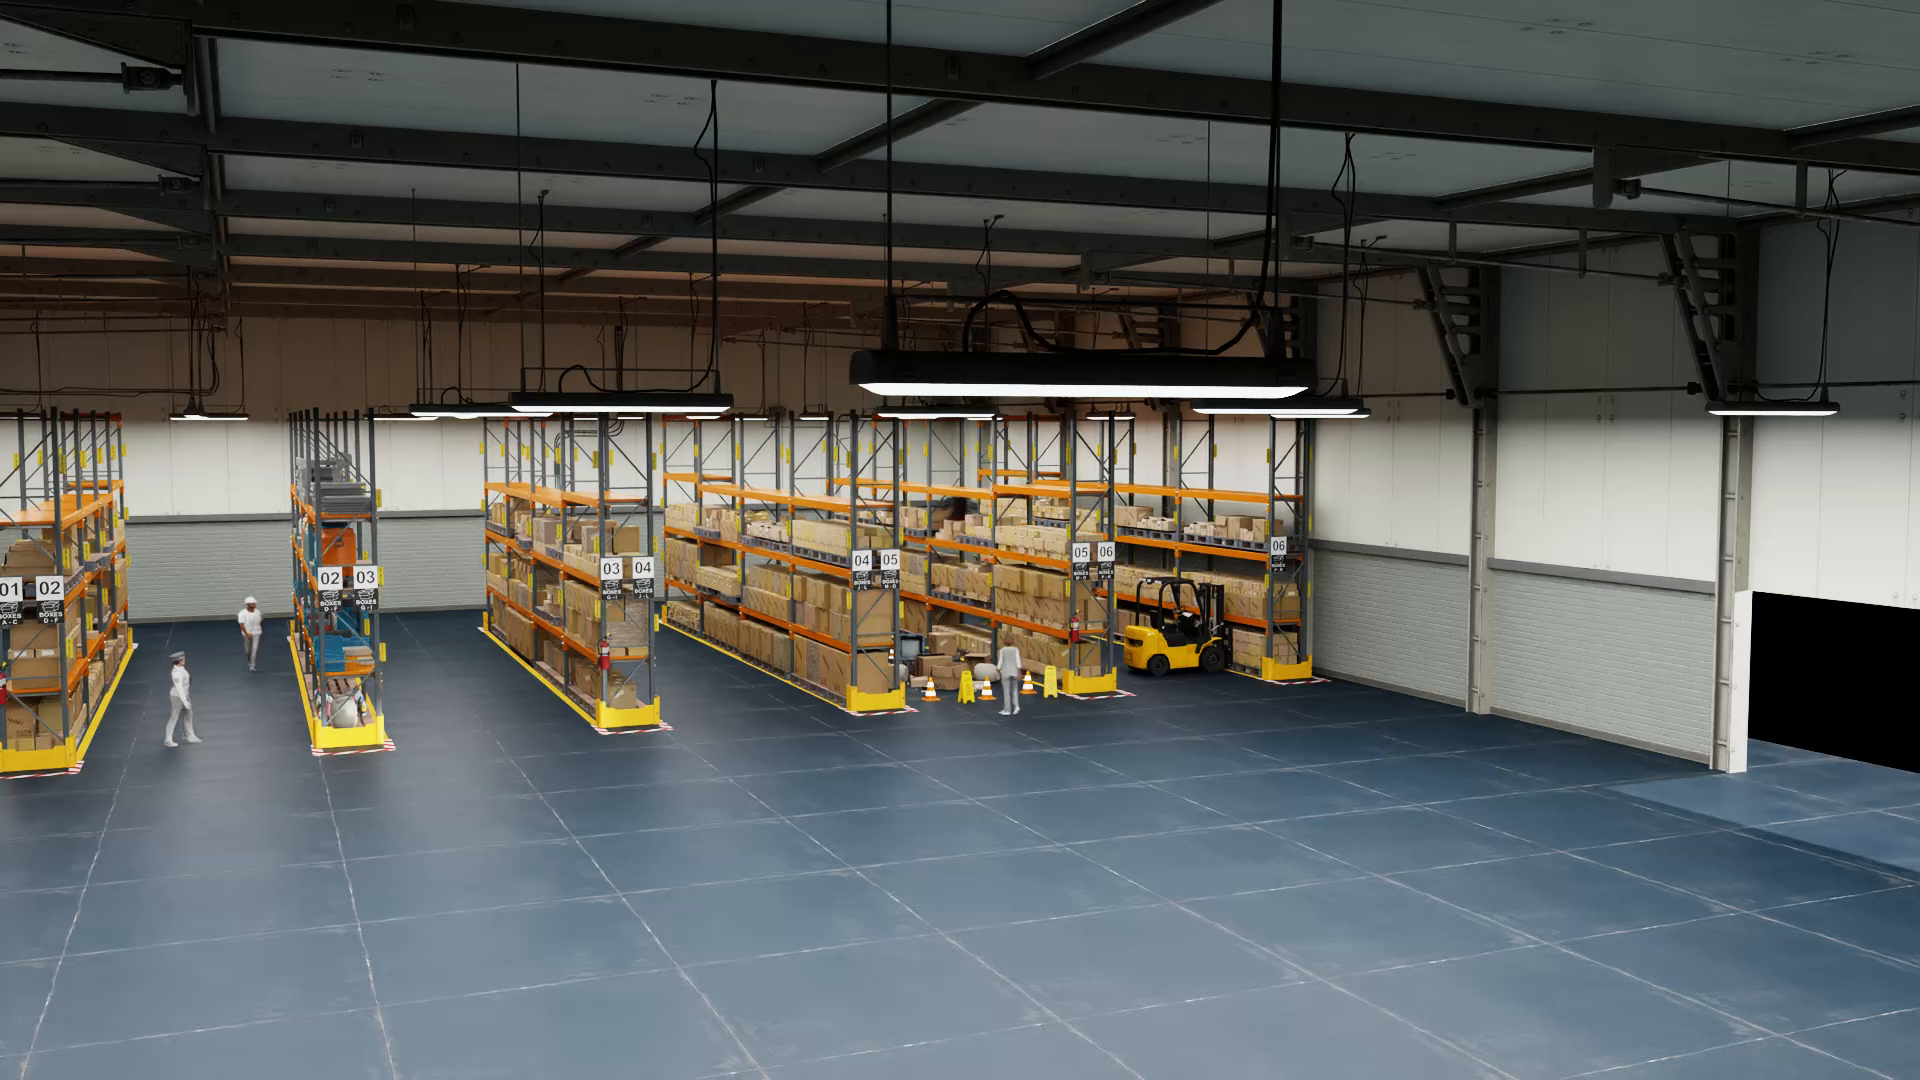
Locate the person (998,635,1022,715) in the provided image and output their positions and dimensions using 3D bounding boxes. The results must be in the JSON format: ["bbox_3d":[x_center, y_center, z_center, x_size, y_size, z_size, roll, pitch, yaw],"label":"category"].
[{"bbox_3d":[0.974,2.643,32.645,0.445,1.597,0.402,-1,4,-13],"label":"person"}]

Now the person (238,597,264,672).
[{"bbox_3d":[-16.442,2.182,38.533,0.503,1.706,1.005,-1,4,-16],"label":"person"}]

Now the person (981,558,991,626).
[{"bbox_3d":[0.695,1.386,44.728,0.417,1.792,0.569,-2,4,-21],"label":"person"}]

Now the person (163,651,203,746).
[{"bbox_3d":[-13.866,2.827,29.608,0.516,1.704,0.642,0,4,-6],"label":"person"}]
